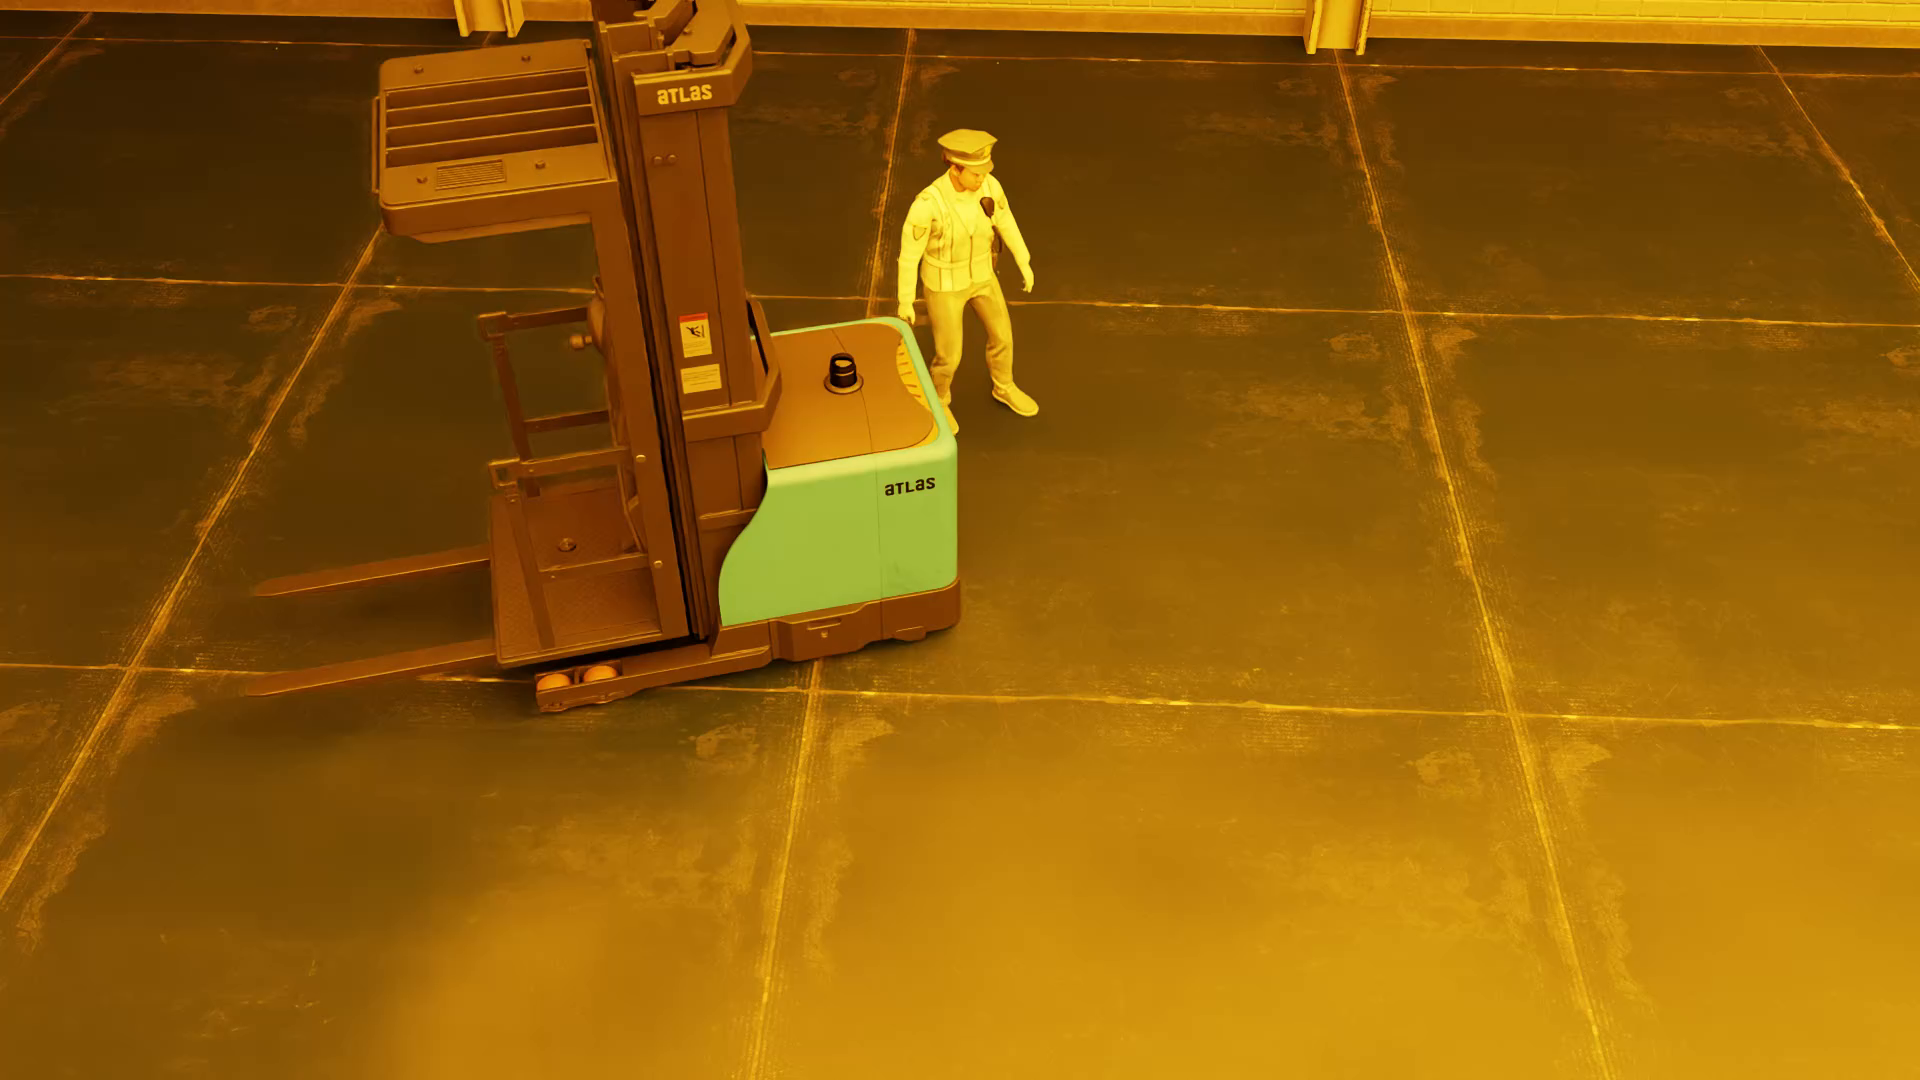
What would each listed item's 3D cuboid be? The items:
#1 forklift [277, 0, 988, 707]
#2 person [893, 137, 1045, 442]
[{"bbox_3d":[-1.452,-0.765,6.580,3.031,2.935,1.130,-10,43,-10],"label":"forklift"},{"bbox_3d":[0.055,-1.178,7.996,0.764,1.630,0.436,-13,44,-14],"label":"person"}]
